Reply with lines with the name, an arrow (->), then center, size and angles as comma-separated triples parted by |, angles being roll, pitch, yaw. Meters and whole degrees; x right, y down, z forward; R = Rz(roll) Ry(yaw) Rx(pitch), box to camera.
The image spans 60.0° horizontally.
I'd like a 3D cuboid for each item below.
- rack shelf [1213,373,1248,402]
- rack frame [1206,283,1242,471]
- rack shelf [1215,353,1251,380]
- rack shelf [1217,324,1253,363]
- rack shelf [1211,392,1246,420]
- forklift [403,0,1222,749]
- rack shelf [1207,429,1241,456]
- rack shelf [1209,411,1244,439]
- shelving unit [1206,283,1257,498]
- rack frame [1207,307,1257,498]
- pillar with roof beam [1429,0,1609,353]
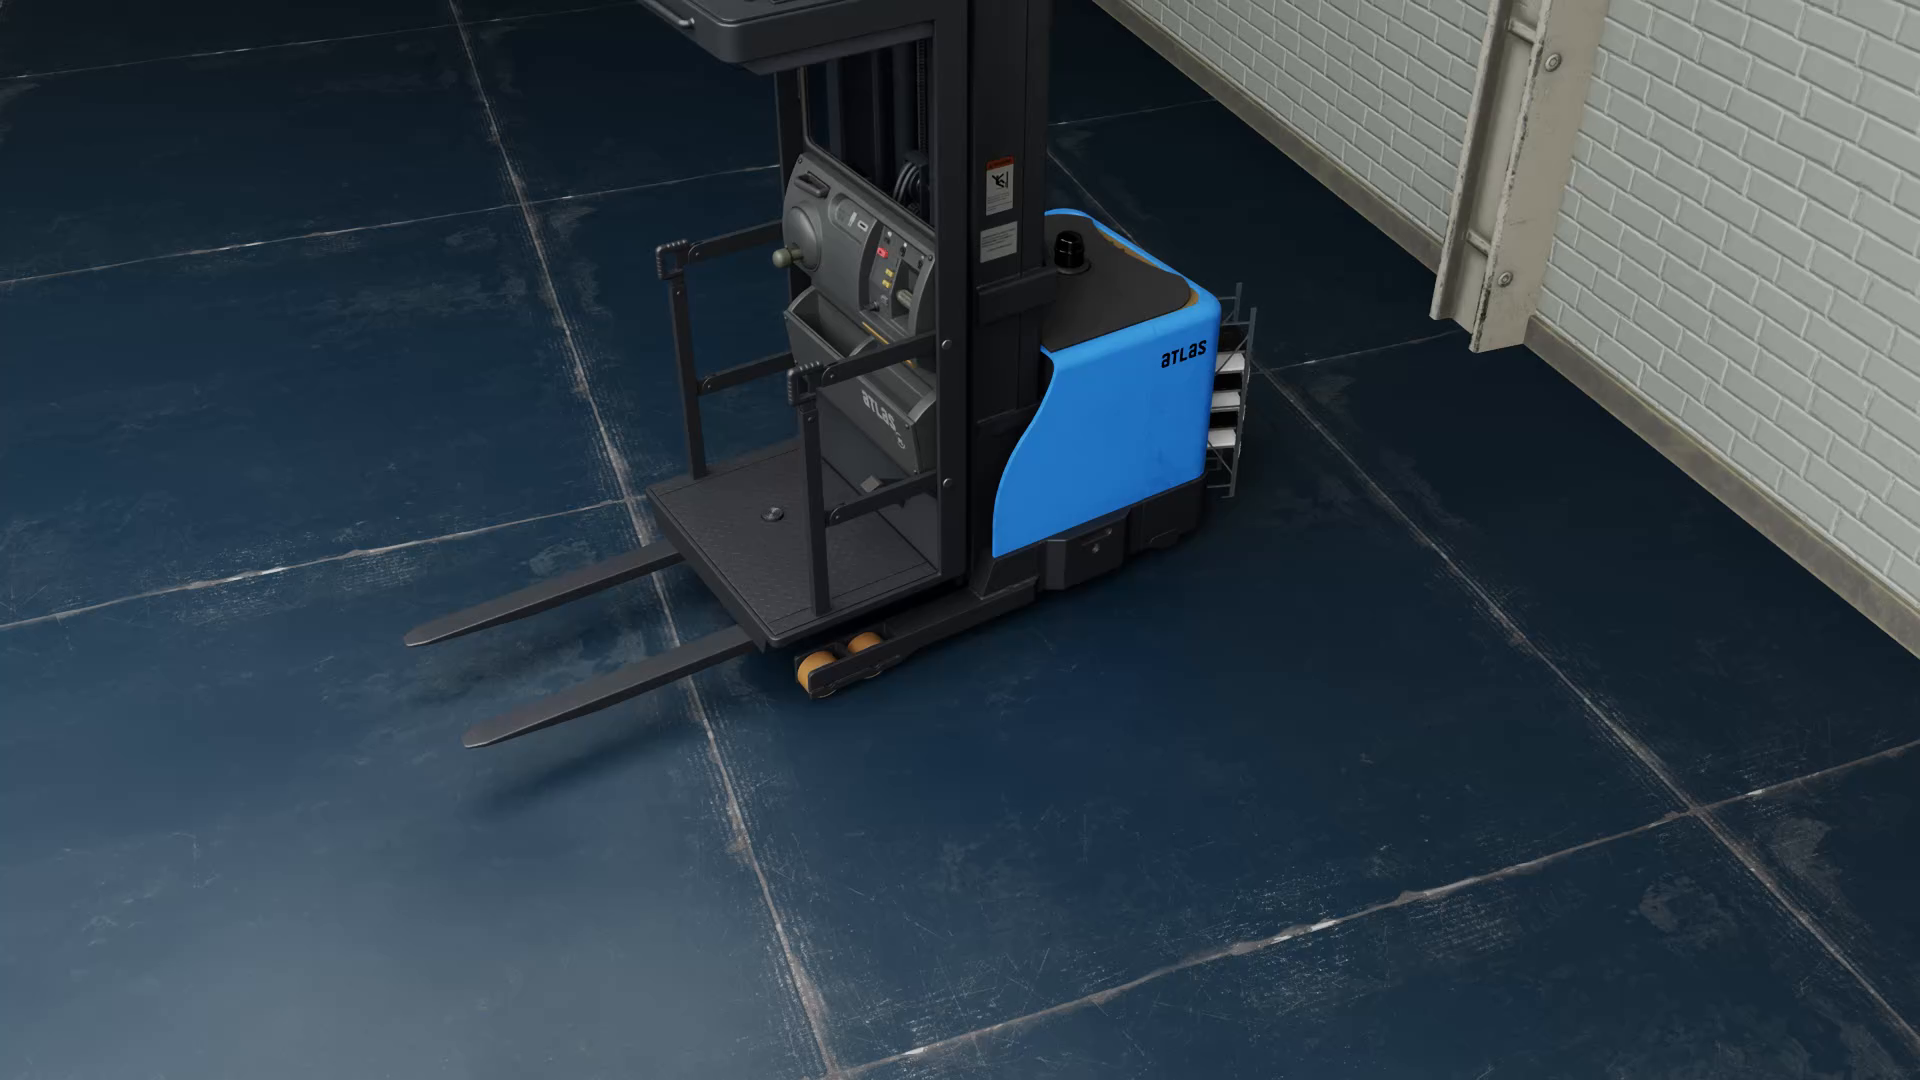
rack shelf -> 1.017, -0.637, 6.753 | 0.258, 0.077, 0.200 | -5, 37, -7
rack frame -> 1.002, -0.652, 6.868 | 0.240, 0.900, 0.006 | -5, 37, -7
rack shelf -> 1.017, -0.709, 6.699 | 0.258, 0.077, 0.200 | -5, 37, -7
rack shelf -> 1.017, -0.781, 6.645 | 0.258, 0.077, 0.200 | -5, 37, -7
rack shelf -> 1.017, -0.565, 6.807 | 0.258, 0.077, 0.200 | -5, 37, -7
forklift -> -0.530, -0.967, 5.598 | 3.031, 2.935, 1.130 | -21, 42, -25
rack shelf -> 1.017, -0.421, 6.916 | 0.258, 0.077, 0.200 | -5, 37, -7
rack shelf -> 1.017, -0.493, 6.862 | 0.258, 0.077, 0.200 | -5, 37, -7
shelving unit -> 1.017, -0.591, 6.787 | 0.258, 0.900, 0.210 | -5, 37, -7
rack frame -> 1.031, -0.531, 6.707 | 0.240, 0.900, 0.006 | -5, 37, -7
pillar with roof beam -> -1.510, -3.738, 4.233 | 9.100, 9.000, 0.400 | -12, 39, -16
